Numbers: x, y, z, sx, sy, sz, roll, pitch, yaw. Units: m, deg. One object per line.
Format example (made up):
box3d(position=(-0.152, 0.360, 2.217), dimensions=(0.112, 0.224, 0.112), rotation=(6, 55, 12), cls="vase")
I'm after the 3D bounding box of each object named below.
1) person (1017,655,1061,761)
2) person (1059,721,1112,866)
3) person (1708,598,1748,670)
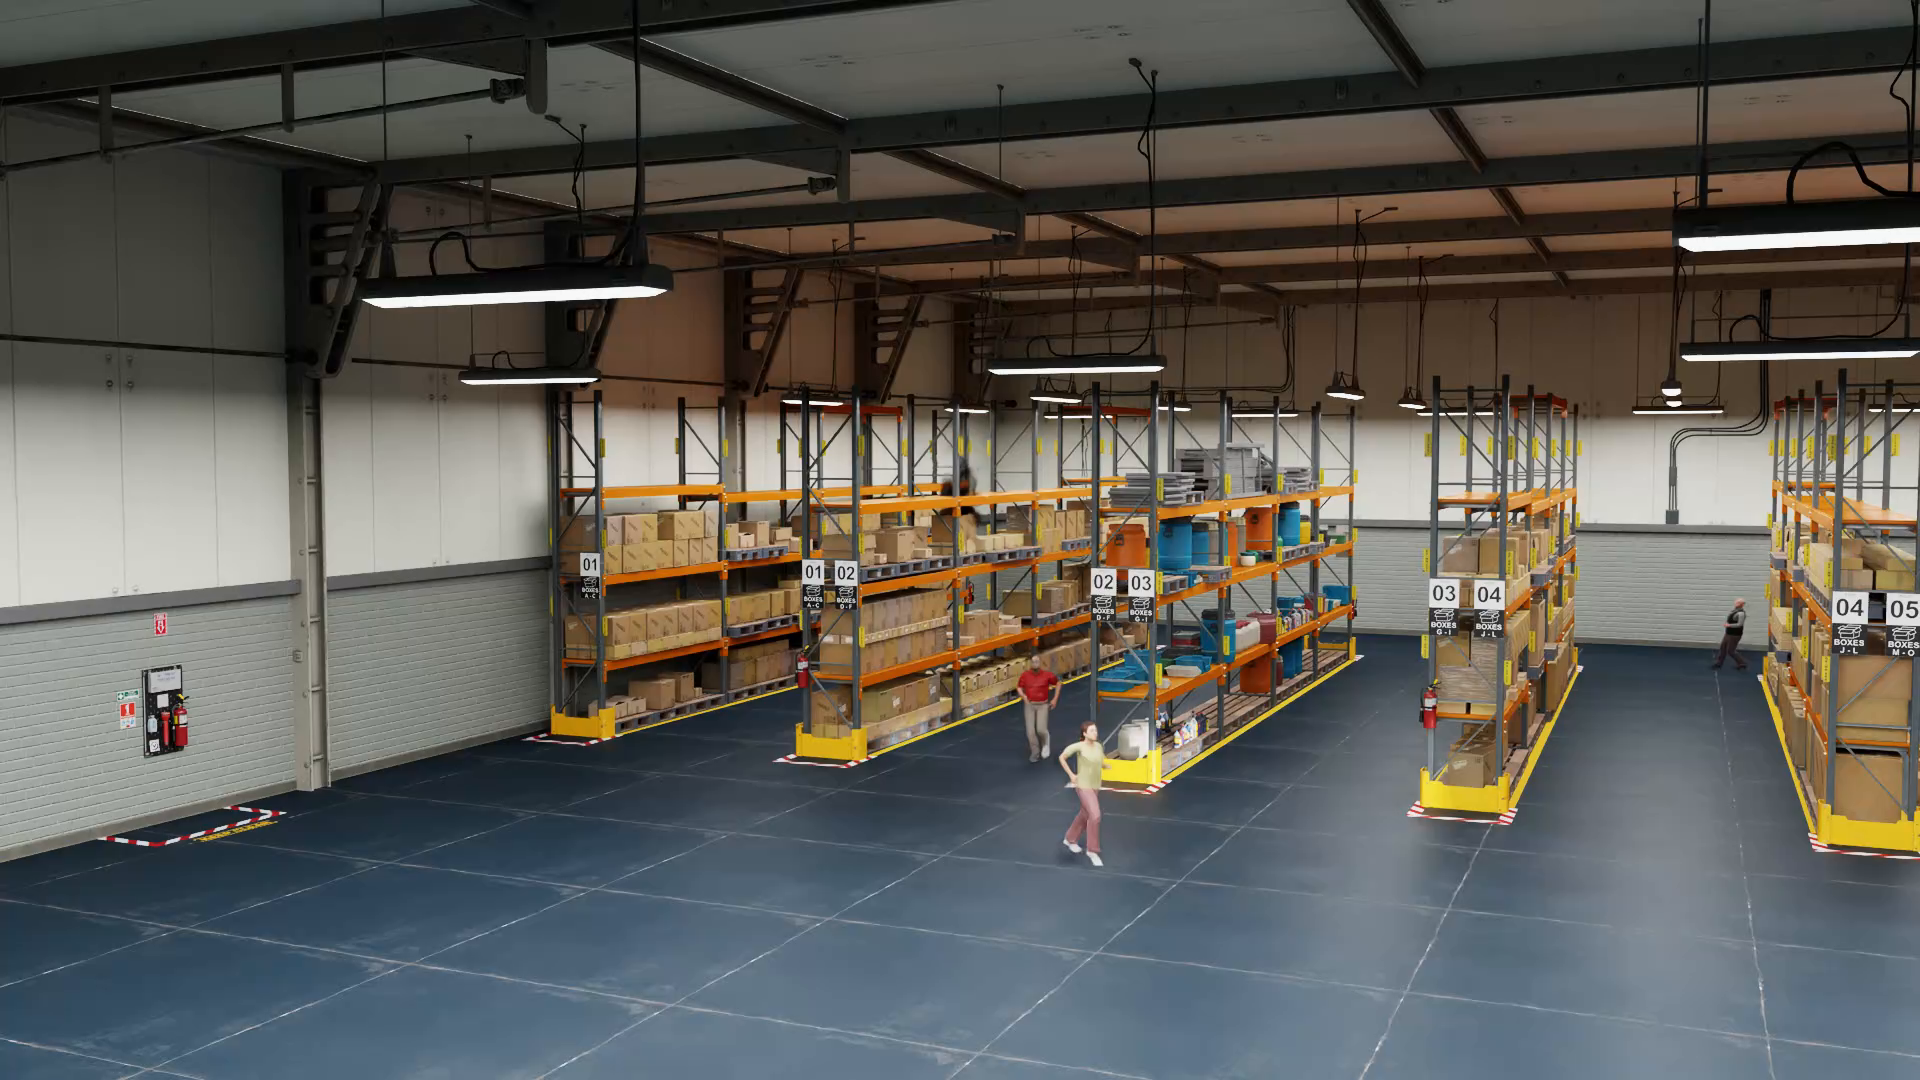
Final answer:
box3d(position=(1.232, 2.691, 26.525), dimensions=(0.690, 1.690, 0.591), rotation=(1, 3, 12), cls="person")
box3d(position=(1.532, 3.051, 20.221), dimensions=(0.561, 1.728, 0.754), rotation=(-3, 4, -43), cls="person")
box3d(position=(17.204, 2.116, 37.145), dimensions=(0.778, 1.678, 0.780), rotation=(1, 3, 17), cls="person")
